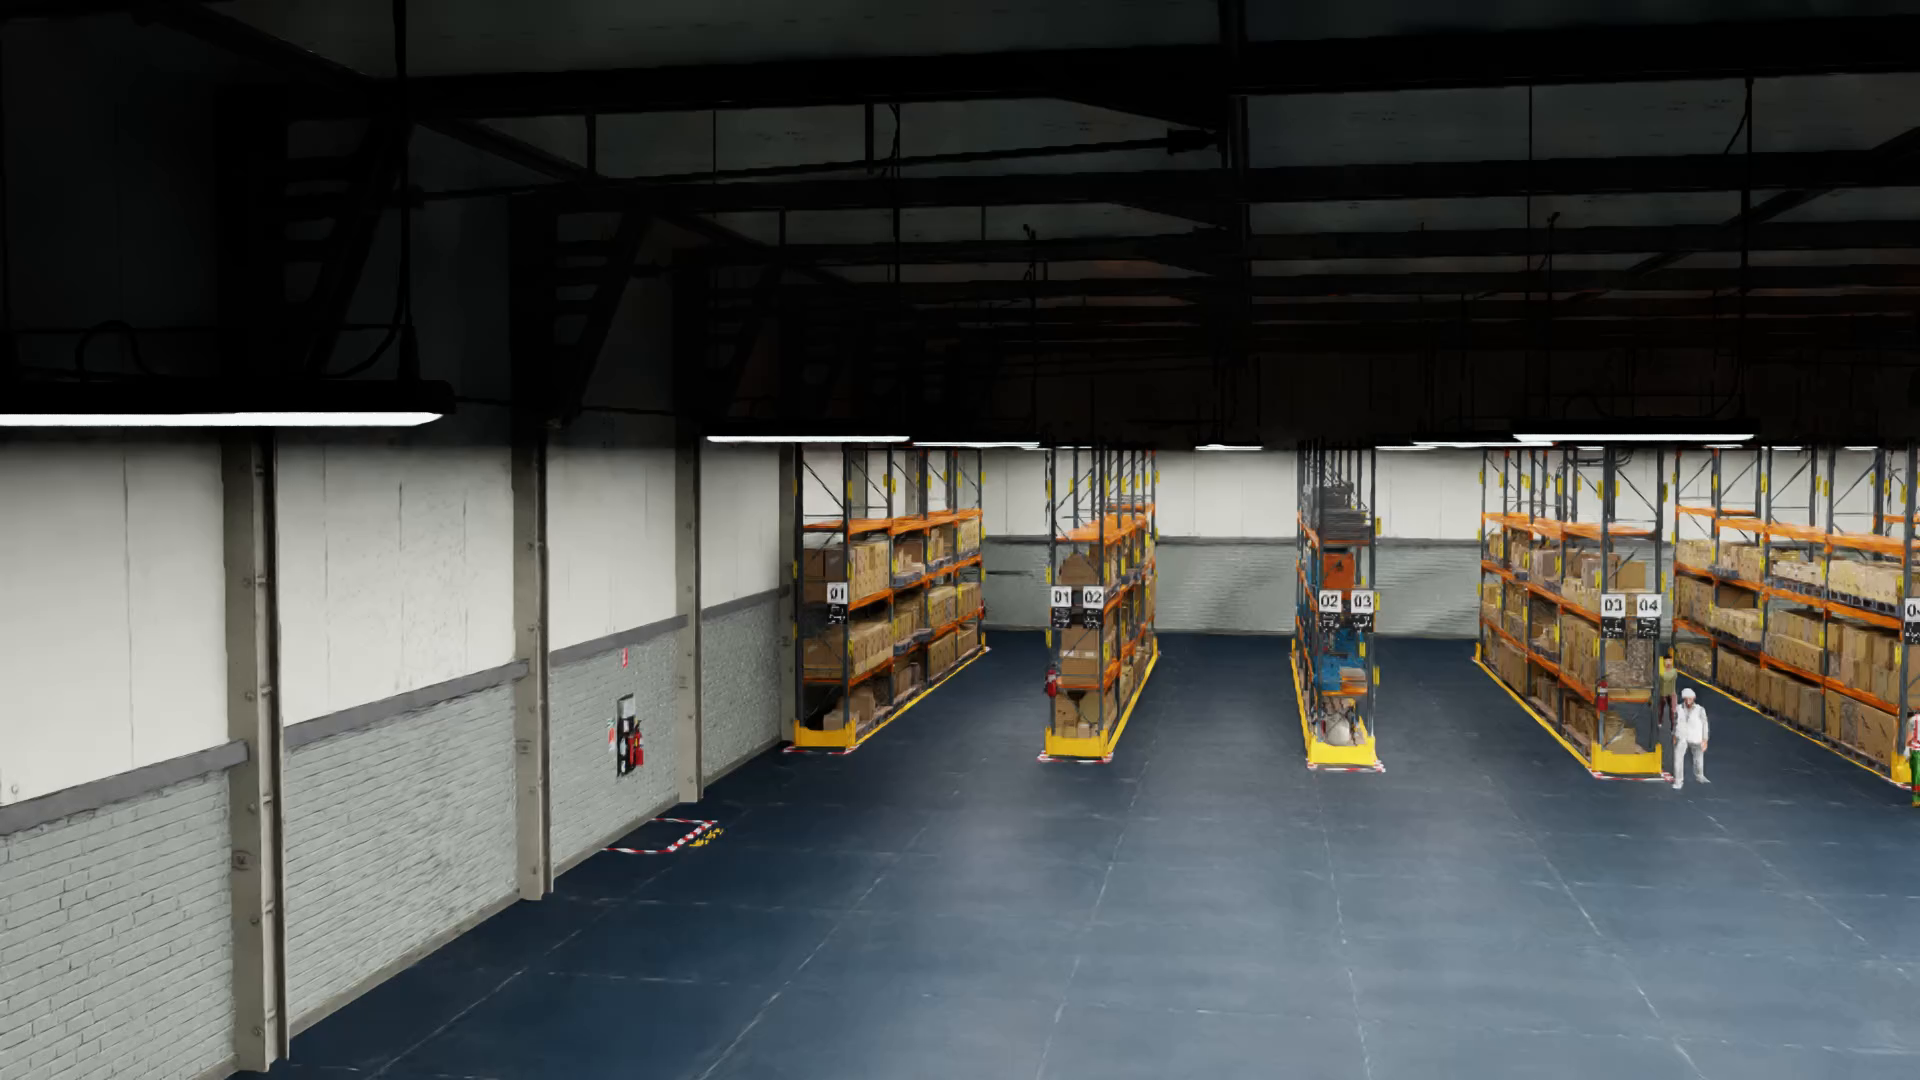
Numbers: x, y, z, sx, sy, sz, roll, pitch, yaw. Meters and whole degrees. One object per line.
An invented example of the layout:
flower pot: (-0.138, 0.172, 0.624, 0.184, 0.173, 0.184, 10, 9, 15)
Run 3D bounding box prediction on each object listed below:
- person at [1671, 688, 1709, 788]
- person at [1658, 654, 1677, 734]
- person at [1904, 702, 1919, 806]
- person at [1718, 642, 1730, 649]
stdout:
person: (12.474, 3.363, 28.404, 0.574, 1.722, 0.955, 2, 4, 31)
person: (14.385, 3.116, 33.891, 0.448, 1.590, 1.110, 1, 3, 12)
person: (15.655, 3.423, 26.965, 0.581, 1.750, 0.955, 1, 3, 26)
person: (20.810, 2.530, 45.286, 0.448, 1.597, 0.474, 0, 3, 4)
